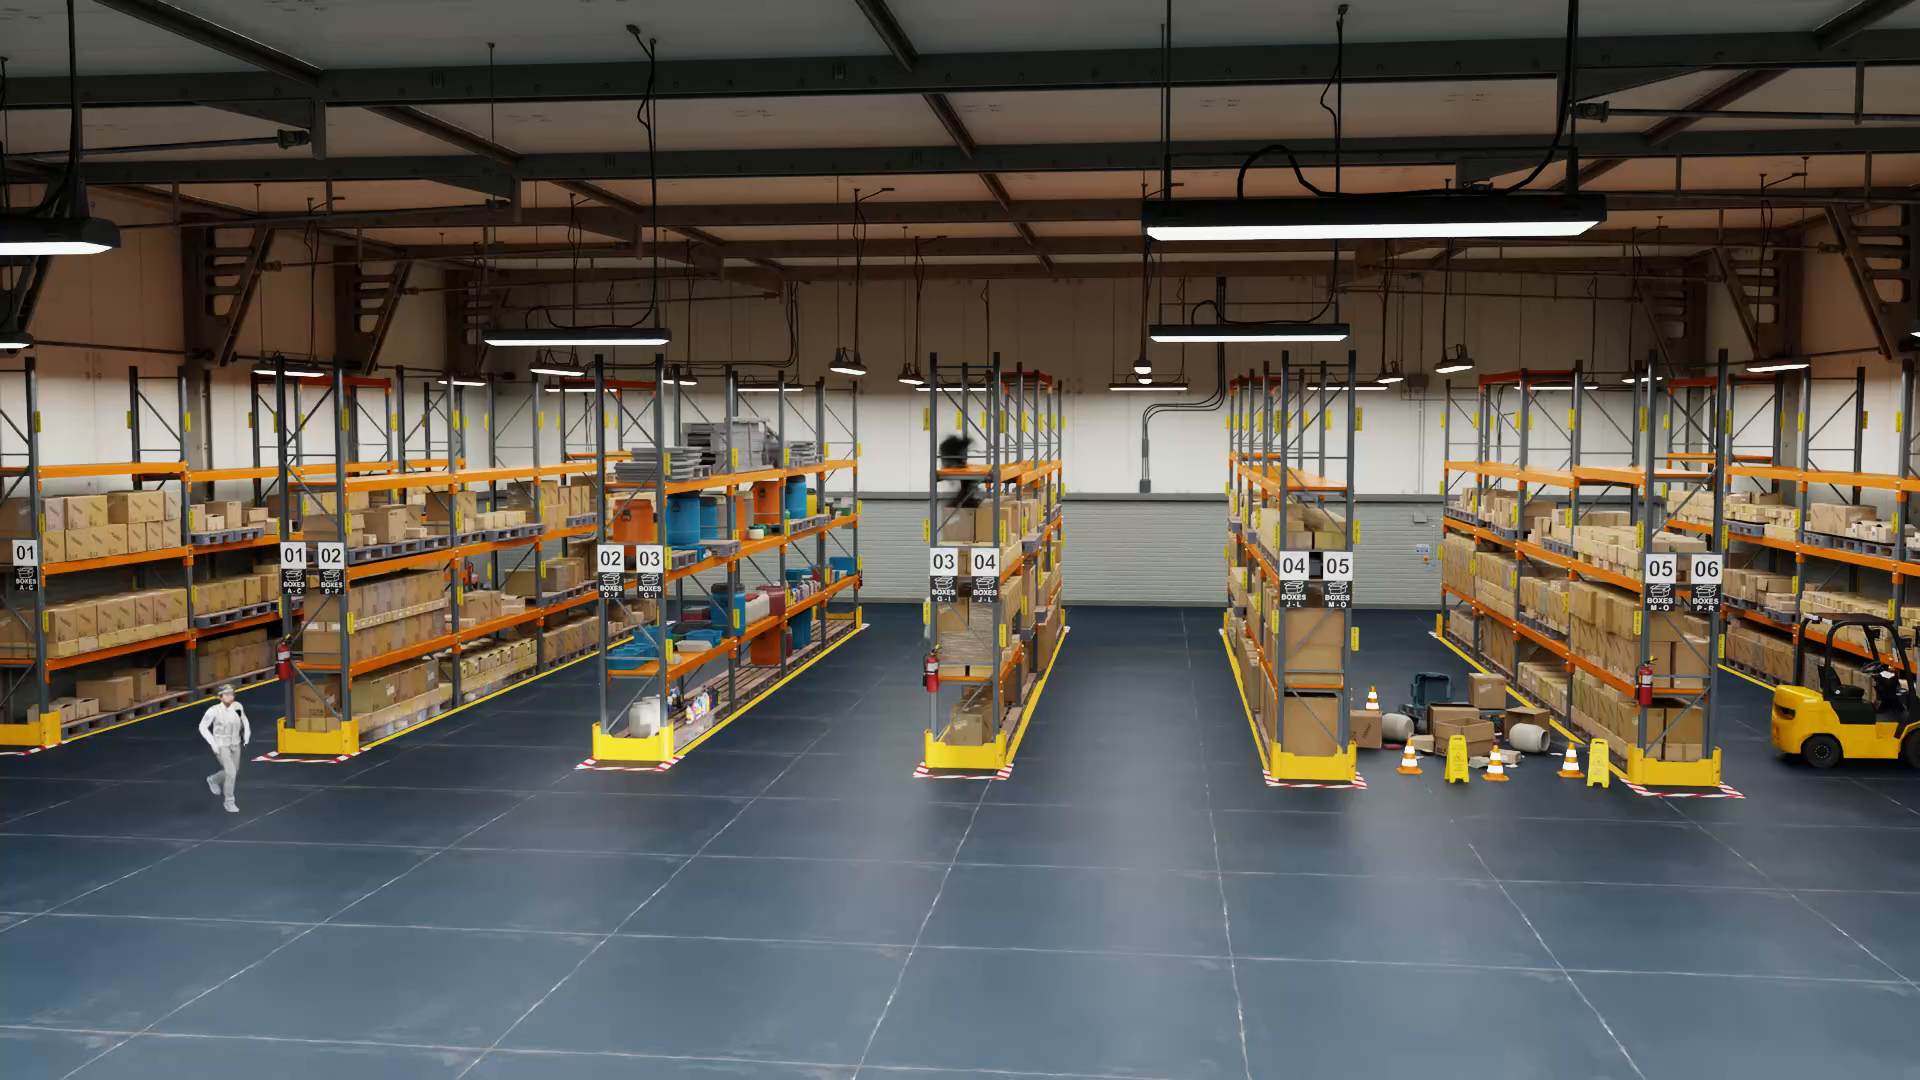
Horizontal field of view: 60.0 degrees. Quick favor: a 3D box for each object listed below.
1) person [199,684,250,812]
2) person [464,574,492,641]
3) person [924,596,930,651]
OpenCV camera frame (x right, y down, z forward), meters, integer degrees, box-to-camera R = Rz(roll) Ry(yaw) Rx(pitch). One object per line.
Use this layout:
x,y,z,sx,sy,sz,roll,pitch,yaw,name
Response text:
-9.576,2.677,21.562,0.674,1.694,0.644,3,5,38,person
-10.816,1.552,37.361,0.660,1.614,0.849,0,4,-6,person
-0.489,1.757,34.849,0.562,1.617,0.839,1,4,12,person
